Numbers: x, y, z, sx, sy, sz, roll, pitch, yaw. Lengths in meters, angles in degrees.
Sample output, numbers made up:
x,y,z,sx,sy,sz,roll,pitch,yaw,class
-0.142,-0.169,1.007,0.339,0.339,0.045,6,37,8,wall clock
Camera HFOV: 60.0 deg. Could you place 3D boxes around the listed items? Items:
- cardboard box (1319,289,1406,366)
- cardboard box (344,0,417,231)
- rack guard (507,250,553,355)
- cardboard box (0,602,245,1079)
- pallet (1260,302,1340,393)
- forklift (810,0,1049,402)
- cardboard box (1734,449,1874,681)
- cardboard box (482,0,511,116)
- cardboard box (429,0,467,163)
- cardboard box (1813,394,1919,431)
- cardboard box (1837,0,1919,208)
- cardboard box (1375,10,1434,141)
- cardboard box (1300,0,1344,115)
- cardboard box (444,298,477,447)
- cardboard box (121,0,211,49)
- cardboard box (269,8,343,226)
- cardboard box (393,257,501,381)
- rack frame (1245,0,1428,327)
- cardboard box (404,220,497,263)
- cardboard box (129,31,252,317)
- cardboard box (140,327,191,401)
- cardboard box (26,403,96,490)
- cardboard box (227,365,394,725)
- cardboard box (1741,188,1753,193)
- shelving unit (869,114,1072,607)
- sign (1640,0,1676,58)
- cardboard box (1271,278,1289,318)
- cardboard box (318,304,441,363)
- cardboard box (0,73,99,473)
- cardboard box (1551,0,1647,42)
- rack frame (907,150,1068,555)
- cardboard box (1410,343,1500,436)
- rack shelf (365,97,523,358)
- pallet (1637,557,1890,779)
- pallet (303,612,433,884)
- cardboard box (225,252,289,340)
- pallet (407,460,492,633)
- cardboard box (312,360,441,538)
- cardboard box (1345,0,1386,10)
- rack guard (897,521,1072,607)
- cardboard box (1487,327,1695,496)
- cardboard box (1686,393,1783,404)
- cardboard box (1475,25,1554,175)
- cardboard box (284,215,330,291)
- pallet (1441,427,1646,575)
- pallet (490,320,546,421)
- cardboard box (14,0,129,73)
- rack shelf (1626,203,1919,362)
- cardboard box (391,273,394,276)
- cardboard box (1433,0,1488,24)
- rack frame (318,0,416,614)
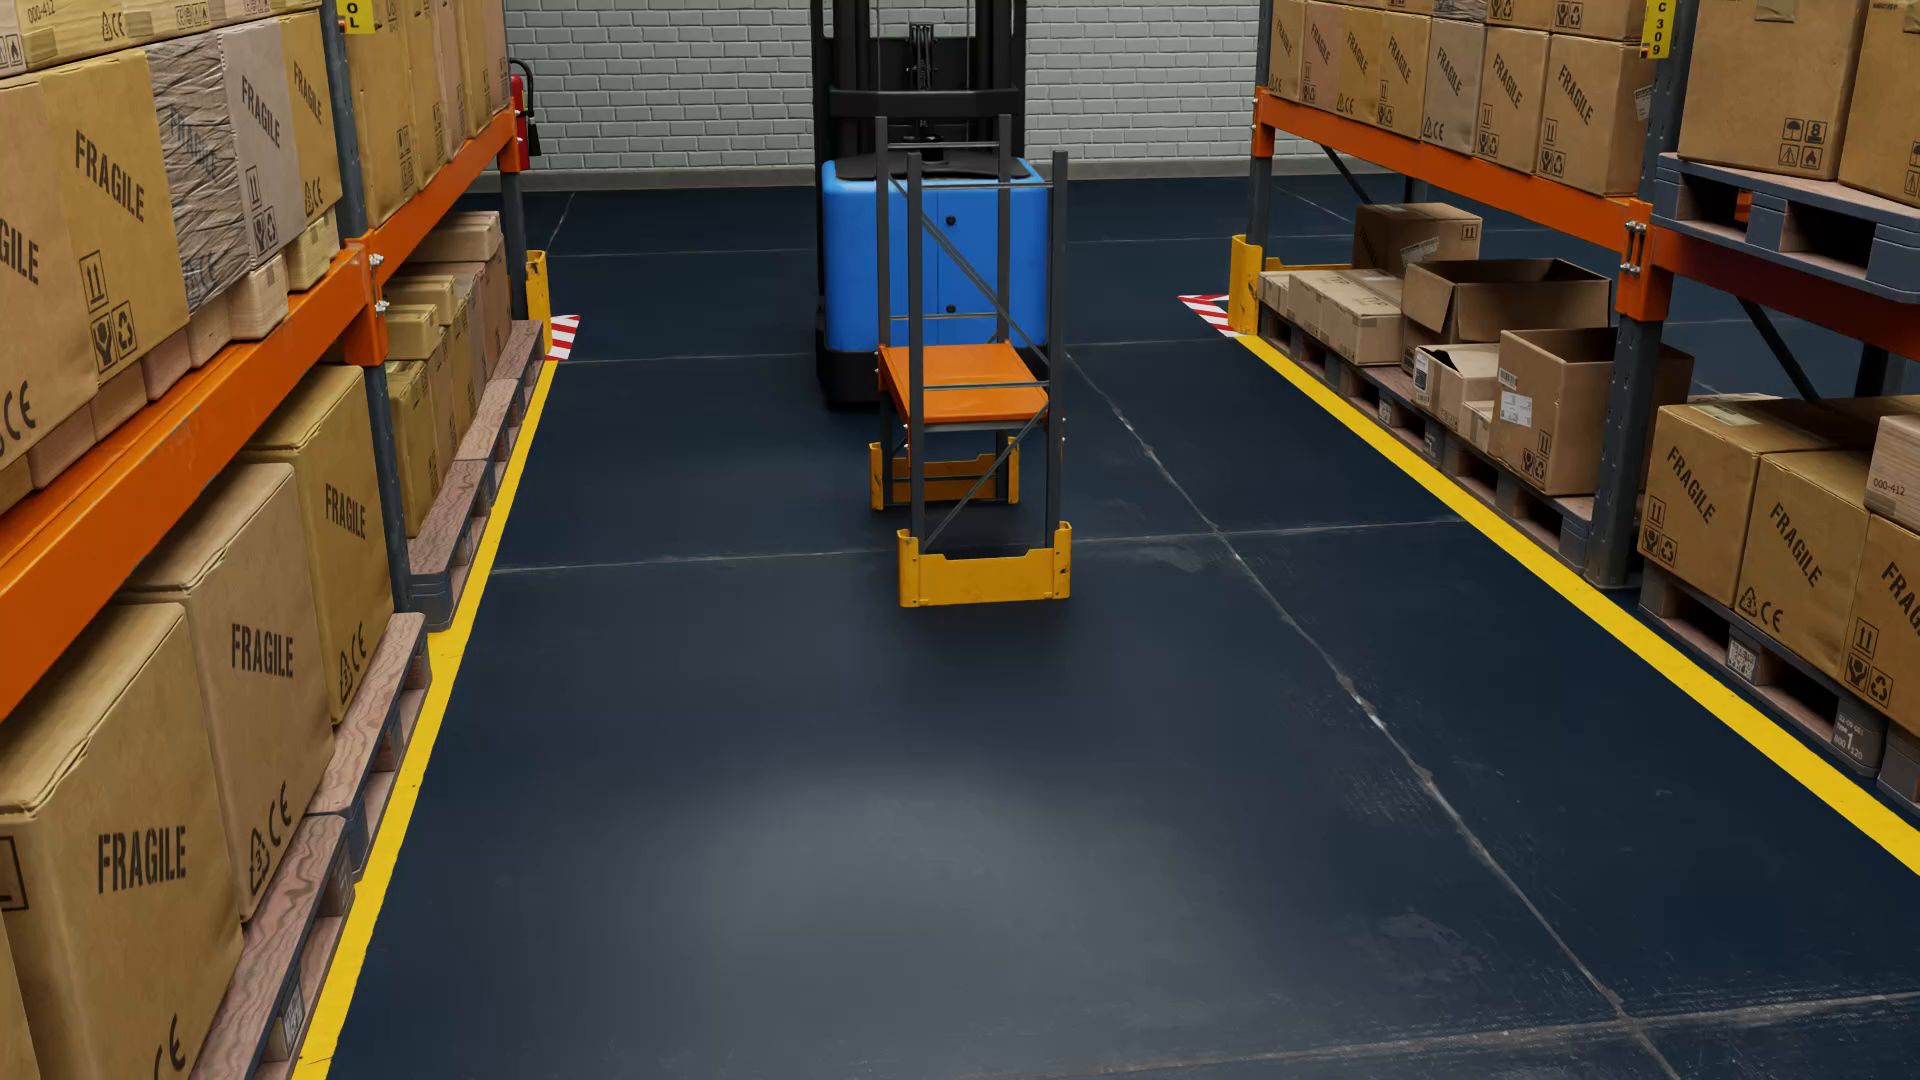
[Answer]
x,y,z,sx,sy,sz,roll,pitch,yaw,class
2.057,-1.026,7.977,0.500,0.250,0.500,-3,21,-8,cardboard box
-2.272,-1.350,5.114,0.980,0.700,0.700,-3,21,-7,cardboard box
-2.790,-1.243,8.829,1.175,0.500,0.348,-3,21,-8,rack guard
-1.729,0.610,2.768,0.750,0.750,0.750,-3,21,-8,cardboard box
2.242,-1.048,8.720,1.003,0.211,1.213,-3,21,-8,pallet
-0.232,-2.487,8.687,1.130,2.935,3.031,-2,21,-5,forklift
2.608,0.057,4.720,0.500,0.500,0.500,-3,21,-7,cardboard box
-2.703,-2.370,7.846,0.980,0.700,0.700,-2,21,-5,cardboard box
-2.486,-1.854,6.465,0.980,0.700,0.700,-4,21,-10,cardboard box
3.046,-0.150,5.276,0.500,0.500,0.500,-3,21,-8,cardboard box
2.700,-1.105,4.145,0.700,0.500,0.500,0,20,1,cardboard box
2.137,-2.011,7.171,0.500,0.500,0.500,-3,21,-7,cardboard box
1.998,-2.358,8.100,0.500,0.500,0.500,-3,21,-8,cardboard box
-2.357,-0.662,6.675,0.700,0.500,0.500,-2,21,-6,cardboard box
-1.752,-1.064,3.111,0.500,0.250,0.500,-3,21,-7,cardboard box
-1.894,-1.069,4.195,0.500,0.500,0.500,-3,21,-9,cardboard box
-2.514,-1.021,7.634,0.700,0.500,0.500,-3,21,-8,cardboard box
2.115,-2.657,9.042,1.000,3.000,0.127,-3,21,-8,rack frame
-2.350,-1.374,7.653,0.380,0.149,0.250,-2,21,-6,cardboard box
-1.747,-0.718,3.256,0.500,0.500,0.500,-3,21,-8,cardboard box
-1.741,-0.367,3.243,0.380,0.149,0.250,-3,21,-9,cardboard box
-1.683,-0.184,2.751,0.380,0.149,0.250,-3,21,-7,cardboard box
-1.988,0.008,4.379,0.750,0.750,0.750,-3,21,-7,cardboard box
2.888,-1.509,5.826,0.500,0.500,0.500,-2,21,-6,cardboard box
0.011,-0.676,5.883,0.587,1.500,1.083,-3,21,-8,shelving unit
2.156,-1.647,5.102,0.100,0.325,0.005,-3,21,-8,sign
1.871,-1.287,8.794,0.380,0.166,0.250,-3,21,-8,cardboard box
-2.085,-0.742,5.961,0.380,0.149,0.250,-2,21,-6,cardboard box
-1.587,-0.366,2.312,0.500,0.500,0.500,-3,21,-8,cardboard box
2.362,-1.949,5.575,0.500,0.500,0.500,-3,21,-7,cardboard box
0.086,-0.497,5.403,0.500,1.500,0.032,-3,21,-8,rack frame
2.221,-0.661,6.912,0.500,0.311,0.500,-3,21,-8,cardboard box
-2.498,-1.376,6.641,1.077,0.370,4.000,-3,21,-8,rack shelf
2.846,0.314,5.073,1.003,0.211,1.213,-3,21,-8,pallet
-2.024,0.549,4.444,1.003,0.211,1.213,-3,21,-8,pallet
-1.732,-0.543,3.713,0.380,0.149,0.250,-3,21,-8,cardboard box
-2.242,0.019,5.865,1.003,0.211,1.213,-3,21,-8,pallet
-2.216,-0.310,5.732,0.700,0.500,0.500,-3,21,-7,cardboard box
2.068,-2.651,7.454,0.500,0.500,0.500,-3,21,-7,cardboard box
0.083,0.082,5.640,0.587,0.250,0.087,-3,21,-8,rack guard
2.329,-0.490,6.184,0.500,0.500,0.500,-3,21,-8,cardboard box
2.845,-0.374,6.146,0.500,0.311,0.500,-3,21,-8,cardboard box
2.290,-1.657,6.223,0.500,0.500,0.500,-2,21,-6,cardboard box
-1.821,-0.723,4.196,0.380,0.149,0.250,-3,21,-7,cardboard box
2.593,-0.203,6.459,1.003,0.211,1.213,-3,21,-8,pallet
-2.594,-0.826,8.127,1.003,0.211,1.213,-3,21,-8,pallet
-1.678,-0.888,2.638,0.500,0.250,0.500,-3,21,-9,cardboard box
2.980,-0.242,3.606,1.077,0.370,4.000,-3,21,-8,rack shelf
-2.656,-1.181,7.136,0.380,0.149,0.250,-3,21,-7,cardboard box
2.213,-2.301,6.517,0.500,0.500,0.500,-3,21,-7,cardboard box
-2.210,-1.021,4.661,1.000,3.000,0.127,-3,21,-8,rack frame
